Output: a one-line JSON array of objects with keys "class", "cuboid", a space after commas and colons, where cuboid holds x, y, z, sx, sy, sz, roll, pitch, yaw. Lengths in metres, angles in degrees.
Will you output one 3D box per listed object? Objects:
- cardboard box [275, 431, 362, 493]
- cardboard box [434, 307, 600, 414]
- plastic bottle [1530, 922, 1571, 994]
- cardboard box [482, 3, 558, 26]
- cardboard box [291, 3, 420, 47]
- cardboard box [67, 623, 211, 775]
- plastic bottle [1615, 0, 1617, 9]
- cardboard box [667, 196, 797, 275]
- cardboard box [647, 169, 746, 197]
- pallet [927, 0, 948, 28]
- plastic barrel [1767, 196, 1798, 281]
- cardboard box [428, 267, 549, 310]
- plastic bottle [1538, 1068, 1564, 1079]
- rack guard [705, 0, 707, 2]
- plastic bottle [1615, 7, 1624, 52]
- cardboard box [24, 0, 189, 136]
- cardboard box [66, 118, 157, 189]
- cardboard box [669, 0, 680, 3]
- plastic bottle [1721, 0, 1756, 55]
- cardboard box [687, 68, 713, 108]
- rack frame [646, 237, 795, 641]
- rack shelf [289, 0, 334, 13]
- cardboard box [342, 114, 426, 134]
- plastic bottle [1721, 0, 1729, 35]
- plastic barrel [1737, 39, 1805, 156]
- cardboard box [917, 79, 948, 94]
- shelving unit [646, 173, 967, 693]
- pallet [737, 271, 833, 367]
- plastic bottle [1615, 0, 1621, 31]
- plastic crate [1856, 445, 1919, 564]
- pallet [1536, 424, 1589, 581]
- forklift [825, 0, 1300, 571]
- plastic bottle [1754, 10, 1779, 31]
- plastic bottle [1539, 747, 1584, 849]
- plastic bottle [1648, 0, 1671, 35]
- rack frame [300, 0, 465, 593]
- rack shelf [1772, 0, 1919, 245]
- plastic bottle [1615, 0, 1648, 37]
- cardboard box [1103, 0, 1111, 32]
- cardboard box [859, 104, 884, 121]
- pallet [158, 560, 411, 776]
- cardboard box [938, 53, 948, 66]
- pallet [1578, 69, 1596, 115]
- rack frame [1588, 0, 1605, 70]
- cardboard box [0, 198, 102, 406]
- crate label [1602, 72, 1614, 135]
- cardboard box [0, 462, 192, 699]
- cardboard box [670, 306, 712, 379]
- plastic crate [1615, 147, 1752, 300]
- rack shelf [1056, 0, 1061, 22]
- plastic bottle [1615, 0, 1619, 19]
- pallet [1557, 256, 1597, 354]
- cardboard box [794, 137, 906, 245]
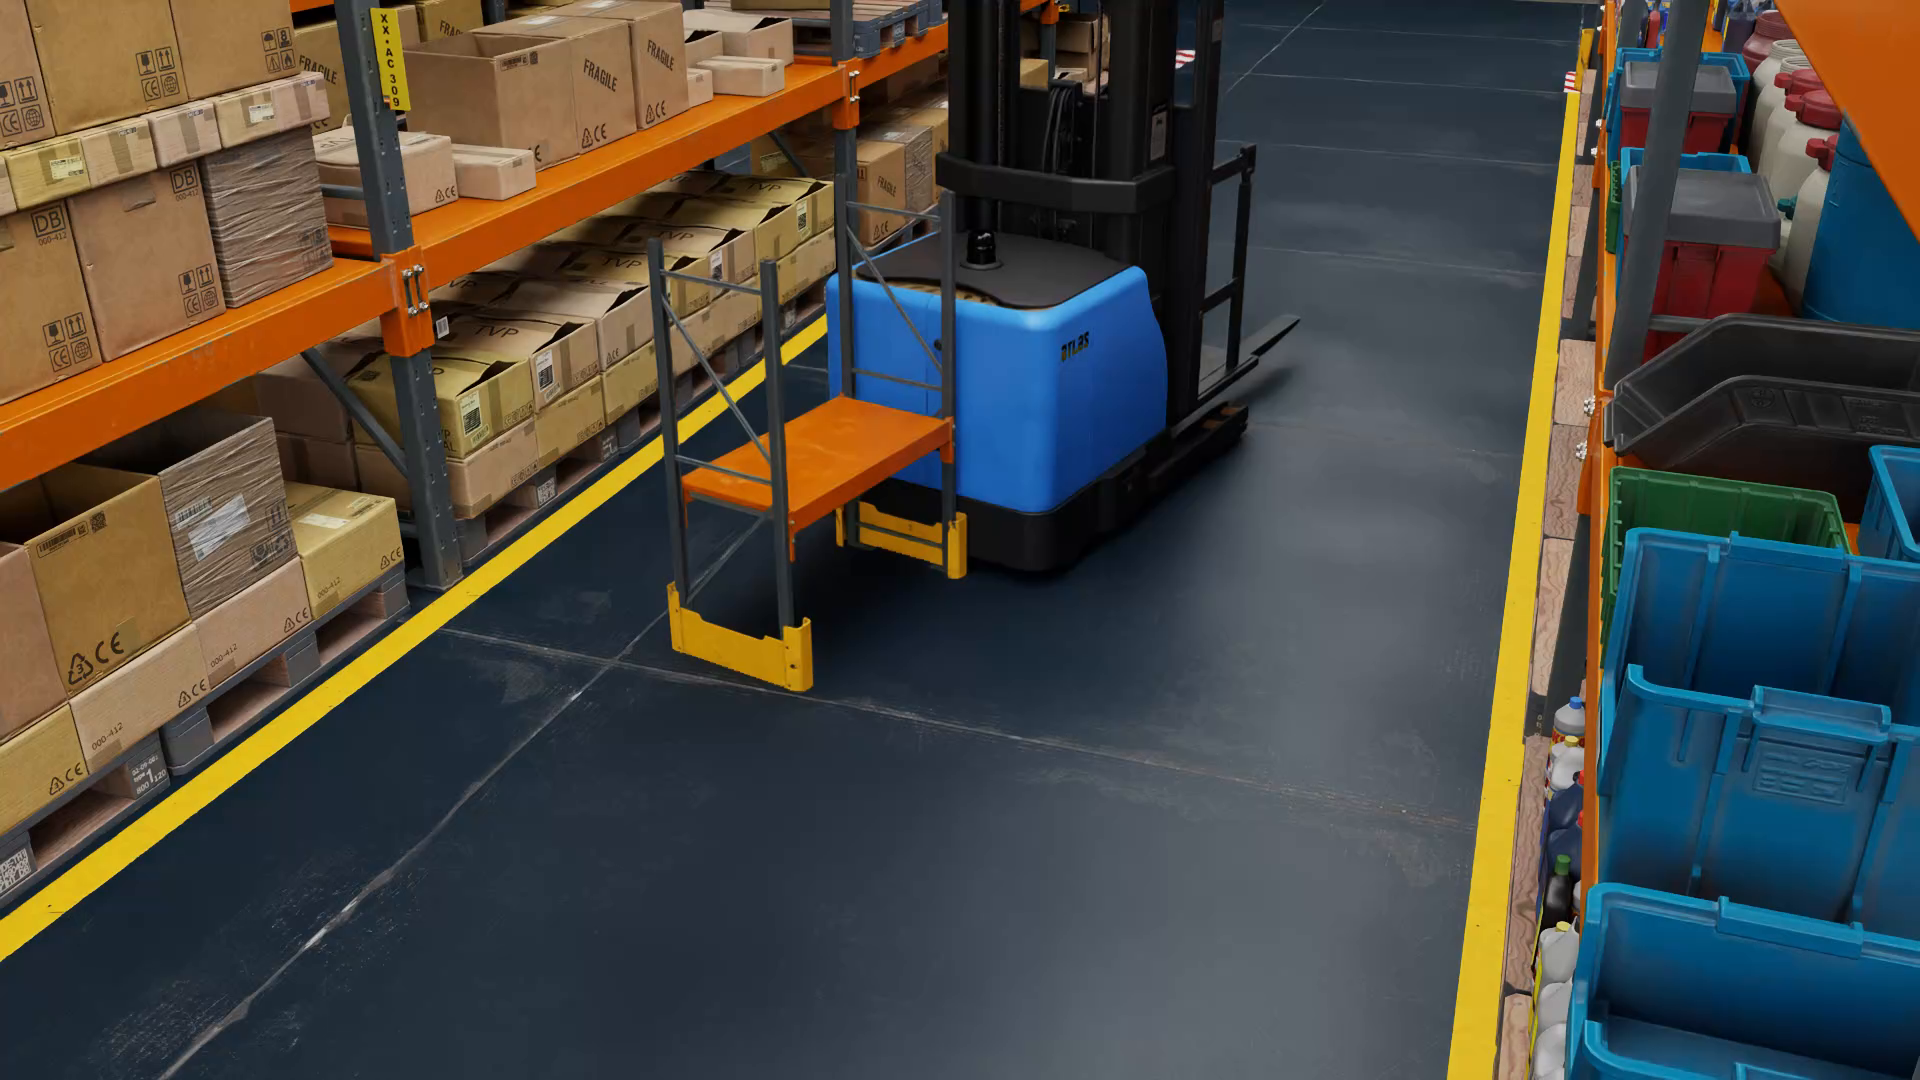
[{"class": "cardboard box", "cuboid": [-2.546, -0.409, 6.826, 0.500, 0.250, 0.500, 8, 27, 17]}, {"class": "cardboard box", "cuboid": [-1.866, -0.788, 6.965, 0.500, 0.311, 0.500, 8, 27, 17]}, {"class": "plastic bottle", "cuboid": [1.420, 0.998, 3.953, 0.097, 0.201, 0.097, 0, 26, 0]}, {"class": "cardboard box", "cuboid": [-4.075, -4.606, 15.207, 0.700, 0.500, 0.500, 9, 27, 18]}, {"class": "cardboard box", "cuboid": [-4.807, -3.819, 13.181, 0.750, 0.750, 0.750, 10, 27, 19]}, {"class": "cardboard box", "cuboid": [-2.687, 0.437, 5.078, 0.500, 0.250, 0.500, 9, 27, 17]}, {"class": "plastic bottle", "cuboid": [4.353, -3.617, 10.912, 0.061, 0.283, 0.133, 9, 27, 17]}, {"class": "cardboard box", "cuboid": [-1.188, -1.627, 8.699, 0.500, 0.311, 0.500, 8, 27, 17]}, {"class": "cardboard box", "cuboid": [-1.530, -1.920, 9.304, 0.500, 0.311, 0.500, 10, 27, 19]}, {"class": "pallet", "cuboid": [-0.436, -3.602, 10.969, 1.003, 0.211, 1.213, 9, 27, 17]}, {"class": "plastic barrel", "cuboid": [2.845, -0.985, 5.500, 0.301, 0.262, 0.301, 0, 26, 0]}, {"class": "cardboard box", "cuboid": [-2.210, -1.076, 7.561, 0.500, 0.311, 0.500, 9, 27, 17]}, {"class": "plastic bottle", "cuboid": [1.236, 1.228, 3.391, 0.152, 0.276, 0.135, 9, 27, 18]}, {"class": "rack guard", "cuboid": [-3.082, -5.778, 18.110, 1.175, 0.500, 0.348, 9, 27, 17]}, {"class": "plastic bottle", "cuboid": [3.809, -2.945, 9.525, 0.061, 0.283, 0.133, 9, 27, 17]}, {"class": "cardboard box", "cuboid": [-2.719, -1.483, 4.767, 0.700, 0.500, 0.500, 9, 27, 17]}, {"class": "cardboard box", "cuboid": [-2.554, -1.122, 4.766, 0.380, 0.149, 0.250, 9, 27, 17]}, {"class": "cardboard box", "cuboid": [-3.228, -5.655, 17.374, 0.700, 0.500, 0.500, 9, 27, 17]}, {"class": "plastic bottle", "cuboid": [4.370, -2.880, 9.312, 0.144, 0.351, 0.185, 9, 27, 17]}, {"class": "cardboard box", "cuboid": [-1.450, -2.244, 8.230, 0.380, 0.149, 0.250, 11, 28, 21]}, {"class": "rack frame", "cuboid": [-0.777, -0.226, 5.495, 0.500, 1.500, 0.032, 15, 30, 29]}, {"class": "rack shelf", "cuboid": [-5.086, -4.104, 12.609, 1.077, 0.370, 4.000, 9, 27, 17]}, {"class": "cardboard box", "cuboid": [-2.291, -1.573, 6.710, 0.396, 0.266, 0.258, 8, 27, 16]}, {"class": "plastic bottle", "cuboid": [4.682, -3.199, 10.063, 0.097, 0.271, 0.097, 0, 26, 0]}, {"class": "plastic barrel", "cuboid": [3.450, -1.766, 6.826, 0.421, 0.512, 0.421, 0, 26, 0]}, {"class": "cardboard box", "cuboid": [0.018, -2.953, 11.771, 0.500, 0.500, 0.500, 9, 27, 18]}, {"class": "shelving unit", "cuboid": [-0.501, -0.417, 5.890, 0.587, 1.500, 1.083, 15, 30, 29]}, {"class": "pallet", "cuboid": [-1.390, -1.301, 9.195, 1.003, 0.211, 1.213, 9, 27, 17]}, {"class": "plastic bottle", "cuboid": [4.100, -3.242, 10.145, 0.152, 0.276, 0.135, 9, 27, 17]}, {"class": "plastic crate", "cuboid": [2.147, 0.036, 3.405, 0.499, 0.251, 0.616, 9, 27, 17]}, {"class": "pallet", "cuboid": [2.889, -0.102, 6.718, 1.003, 0.211, 1.213, 9, 27, 17]}, {"class": "forklift", "cuboid": [0.675, -1.797, 7.099, 1.130, 2.935, 3.031, 15, 30, 29]}, {"class": "plastic bottle", "cuboid": [4.501, -2.814, 9.263, 0.152, 0.276, 0.135, 9, 27, 17]}, {"class": "plastic bottle", "cuboid": [1.658, 0.707, 4.469, 0.152, 0.276, 0.135, 10, 27, 19]}, {"class": "plastic bottle", "cuboid": [4.244, -3.220, 10.100, 0.152, 0.276, 0.135, 9, 27, 17]}, {"class": "rack frame", "cuboid": [-2.410, -1.245, 5.880, 1.000, 3.000, 0.127, 9, 27, 17]}, {"class": "rack shelf", "cuboid": [1.594, -0.730, 2.199, 1.077, 0.370, 4.000, 9, 27, 17]}, {"class": "plastic bottle", "cuboid": [4.023, -3.146, 9.948, 0.152, 0.276, 0.135, 9, 27, 17]}, {"class": "cardboard box", "cuboid": [1.634, -4.990, 15.978, 0.500, 0.500, 0.500, 9, 27, 17]}, {"class": "cardboard box", "cuboid": [-0.817, -2.593, 11.027, 0.500, 0.500, 0.500, 8, 27, 16]}, {"class": "pallet", "cuboid": [-2.714, 0.331, 5.825, 1.003, 0.211, 1.213, 9, 27, 17]}, {"class": "cardboard box", "cuboid": [-0.139, -3.442, 12.781, 0.500, 0.500, 0.500, 8, 27, 15]}, {"class": "pallet", "cuboid": [5.942, -3.868, 14.497, 1.003, 0.211, 1.213, 9, 27, 17]}, {"class": "rack frame", "cuboid": [6.253, -5.457, 14.578, 1.000, 3.000, 0.127, 9, 27, 17]}, {"class": "cardboard box", "cuboid": [-2.892, -0.684, 4.605, 0.700, 0.500, 0.500, 9, 27, 18]}, {"class": "crate label", "cuboid": [3.097, -1.975, 7.579, 0.303, 0.233, 0.416, 9, 27, 17]}, {"class": "cardboard box", "cuboid": [-2.699, 0.098, 4.918, 0.500, 0.500, 0.500, 9, 27, 17]}, {"class": "cardboard box", "cuboid": [-1.531, -0.958, 7.961, 0.500, 0.250, 0.500, 9, 27, 18]}, {"class": "plastic crate", "cuboid": [2.333, -1.017, 5.426, 0.392, 0.384, 0.575, 9, 27, 17]}, {"class": "rack shelf", "cuboid": [0.917, -5.031, 14.524, 1.077, 0.370, 4.000, 9, 27, 17]}, {"class": "plastic bottle", "cuboid": [4.222, -3.426, 10.531, 0.097, 0.271, 0.097, 0, 26, 0]}, {"class": "pallet", "cuboid": [3.814, -1.244, 9.077, 1.003, 0.211, 1.213, 9, 27, 17]}, {"class": "cardboard box", "cuboid": [-0.658, -2.108, 10.024, 0.500, 0.500, 0.500, 10, 28, 20]}]
